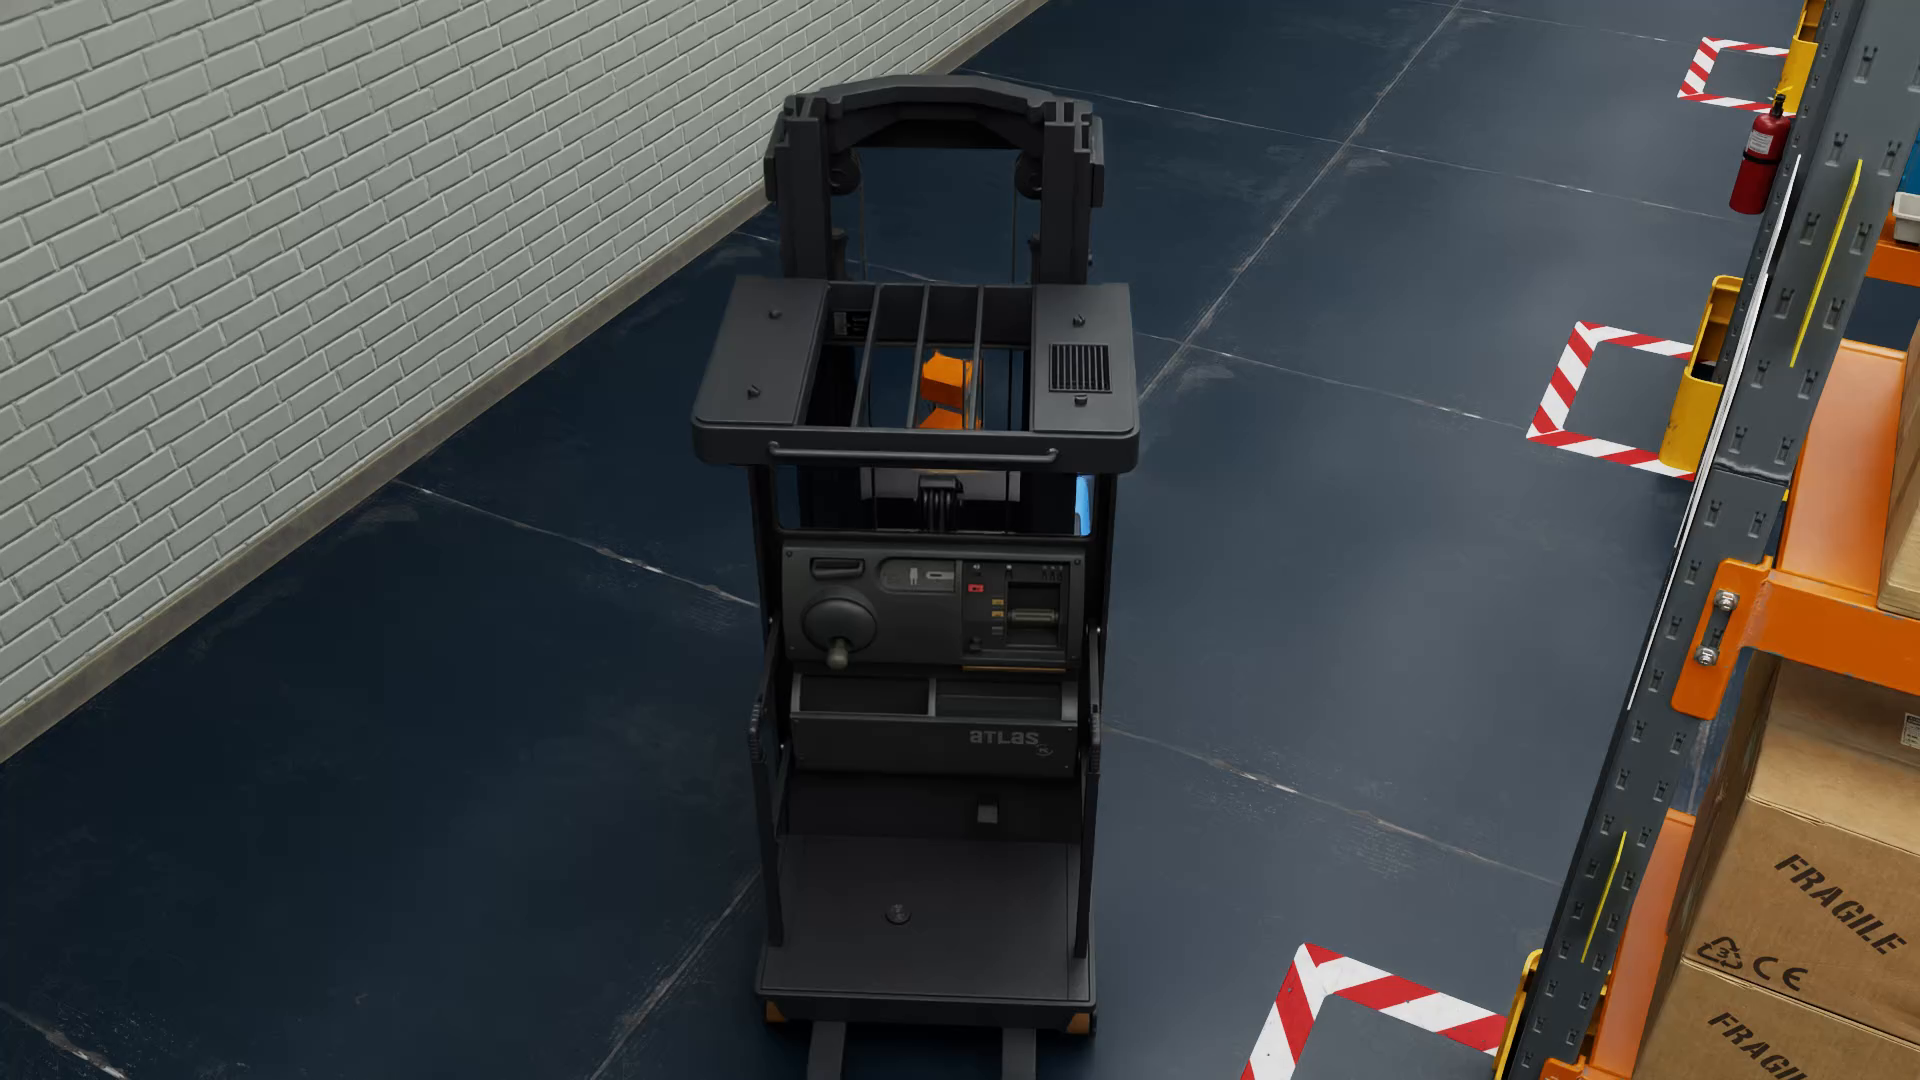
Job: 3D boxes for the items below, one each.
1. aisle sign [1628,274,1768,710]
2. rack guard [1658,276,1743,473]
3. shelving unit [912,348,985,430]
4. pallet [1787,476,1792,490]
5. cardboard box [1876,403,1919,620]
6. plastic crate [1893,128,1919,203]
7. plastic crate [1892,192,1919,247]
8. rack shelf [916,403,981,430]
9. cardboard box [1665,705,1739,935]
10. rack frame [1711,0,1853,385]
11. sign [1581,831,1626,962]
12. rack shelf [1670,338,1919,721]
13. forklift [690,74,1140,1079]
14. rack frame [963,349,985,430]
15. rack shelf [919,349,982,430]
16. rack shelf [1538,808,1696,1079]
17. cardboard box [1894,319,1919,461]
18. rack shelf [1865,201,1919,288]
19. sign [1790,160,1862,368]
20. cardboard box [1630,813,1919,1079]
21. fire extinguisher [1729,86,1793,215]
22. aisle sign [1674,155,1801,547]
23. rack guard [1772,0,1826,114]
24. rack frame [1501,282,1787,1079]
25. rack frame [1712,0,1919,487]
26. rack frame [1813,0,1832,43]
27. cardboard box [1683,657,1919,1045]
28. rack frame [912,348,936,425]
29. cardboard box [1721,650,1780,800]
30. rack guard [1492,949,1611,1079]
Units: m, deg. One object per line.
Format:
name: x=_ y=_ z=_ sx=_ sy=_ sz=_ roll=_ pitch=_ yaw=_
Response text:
aisle sign: x=1.427 y=-0.081 z=3.225 sx=0.004 sy=0.787 sz=0.394 roll=17 pitch=41 yaw=21
rack guard: x=3.876 y=-0.846 z=8.451 sx=0.348 sy=0.500 sz=1.175 roll=17 pitch=41 yaw=21
shelving unit: x=-0.047 y=-0.433 z=7.452 sx=0.252 sy=1.050 sz=0.215 roll=17 pitch=41 yaw=21
pallet: x=4.618 y=-0.481 z=8.209 sx=1.213 sy=0.211 sz=1.003 roll=17 pitch=41 yaw=21
cardboard box: x=1.962 y=-0.039 z=2.964 sx=0.500 sy=0.250 sz=0.500 roll=17 pitch=41 yaw=21
plastic crate: x=4.287 y=-1.887 z=7.676 sx=0.499 sy=0.435 sz=0.616 roll=17 pitch=41 yaw=21
plastic crate: x=4.218 y=-1.382 z=7.258 sx=0.298 sy=0.136 sz=0.250 roll=17 pitch=41 yaw=21
rack shelf: x=-0.047 y=-0.425 z=7.459 sx=0.240 sy=0.259 sz=0.215 roll=17 pitch=41 yaw=21
cardboard box: x=2.145 y=0.755 z=4.192 sx=0.500 sy=0.500 sz=0.500 roll=19 pitch=41 yaw=23
rack frame: x=3.904 y=-1.842 z=7.696 sx=0.127 sy=3.000 sz=1.000 roll=17 pitch=41 yaw=21
sign: x=1.373 y=0.763 z=3.548 sx=0.005 sy=0.325 sz=0.100 roll=17 pitch=41 yaw=21
rack shelf: x=3.398 y=0.464 z=2.772 sx=4.000 sy=0.370 sz=1.077 roll=17 pitch=41 yaw=21
forklift: x=-0.091 y=0.281 z=4.956 sx=1.130 sy=2.935 sz=3.031 roll=2 pitch=37 yaw=2
rack frame: x=0.061 y=-0.399 z=7.407 sx=0.008 sy=1.050 sz=0.200 roll=17 pitch=41 yaw=21
rack shelf: x=-0.047 y=-0.651 z=7.287 sx=0.240 sy=0.259 sz=0.215 roll=17 pitch=41 yaw=21
rack shelf: x=3.398 y=1.659 z=3.679 sx=4.000 sy=0.370 sz=1.077 roll=17 pitch=41 yaw=21
cardboard box: x=2.200 y=-0.317 z=3.330 sx=0.500 sy=0.250 sz=0.500 roll=17 pitch=41 yaw=21
rack shelf: x=5.680 y=-0.999 z=7.181 sx=4.000 sy=0.370 sz=1.077 roll=17 pitch=41 yaw=21
sign: x=1.373 y=-0.435 z=2.639 sx=0.005 sy=0.325 sz=0.100 roll=17 pitch=41 yaw=21
cardboard box: x=1.895 y=1.041 z=3.814 sx=0.500 sy=0.500 sz=0.500 roll=18 pitch=41 yaw=22
fire extinguisher: x=3.979 y=-1.949 z=8.209 sx=0.183 sy=0.674 sz=0.296 roll=17 pitch=41 yaw=21
aisle sign: x=1.703 y=-0.403 z=3.649 sx=0.004 sy=0.787 sz=0.394 roll=17 pitch=41 yaw=21
rack guard: x=6.160 y=-3.512 z=11.964 sx=0.348 sy=0.500 sz=1.175 roll=17 pitch=41 yaw=21
rack frame: x=1.622 y=0.816 z=4.194 sx=0.127 sy=3.000 sz=1.000 roll=17 pitch=41 yaw=21
rack frame: x=1.622 y=-1.573 z=2.380 sx=0.127 sy=3.000 sz=1.000 roll=17 pitch=41 yaw=21
rack frame: x=6.181 y=-4.501 z=11.199 sx=0.127 sy=3.000 sz=1.000 roll=17 pitch=41 yaw=21
cardboard box: x=1.895 y=0.643 z=3.512 sx=0.500 sy=0.500 sz=0.500 roll=19 pitch=41 yaw=23
rack frame: x=-0.156 y=-0.467 z=7.497 sx=0.008 sy=1.050 sz=0.200 roll=17 pitch=41 yaw=21
cardboard box: x=2.144 y=0.354 z=3.893 sx=0.500 sy=0.500 sz=0.500 roll=17 pitch=40 yaw=21
rack guard: x=1.690 y=1.833 z=4.922 sx=0.348 sy=0.500 sz=1.175 roll=17 pitch=41 yaw=21
